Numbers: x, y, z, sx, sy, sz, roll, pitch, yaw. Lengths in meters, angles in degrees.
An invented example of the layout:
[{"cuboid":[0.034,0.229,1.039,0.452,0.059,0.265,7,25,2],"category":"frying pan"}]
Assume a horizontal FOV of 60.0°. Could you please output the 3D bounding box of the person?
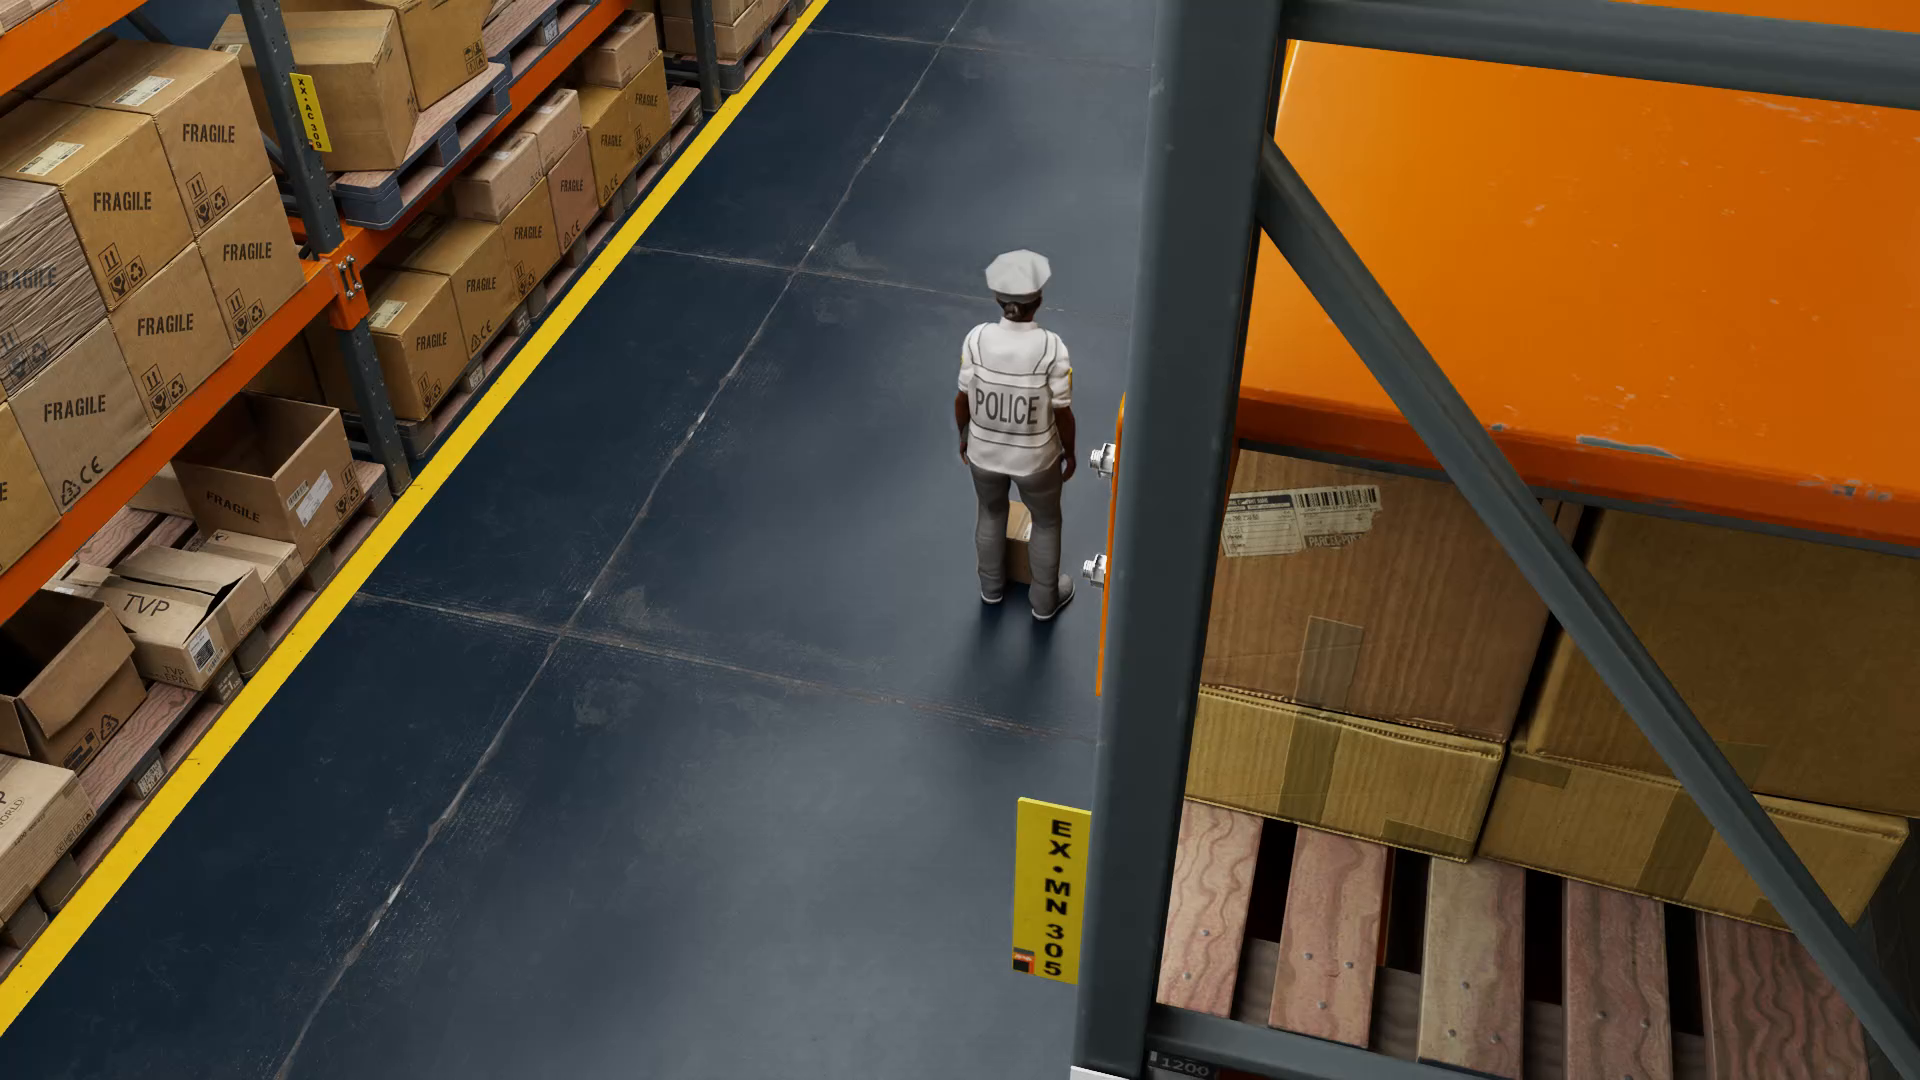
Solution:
[{"cuboid":[0.235,-0.371,6.749,0.505,1.657,0.415,10,42,12],"category":"person"}]
